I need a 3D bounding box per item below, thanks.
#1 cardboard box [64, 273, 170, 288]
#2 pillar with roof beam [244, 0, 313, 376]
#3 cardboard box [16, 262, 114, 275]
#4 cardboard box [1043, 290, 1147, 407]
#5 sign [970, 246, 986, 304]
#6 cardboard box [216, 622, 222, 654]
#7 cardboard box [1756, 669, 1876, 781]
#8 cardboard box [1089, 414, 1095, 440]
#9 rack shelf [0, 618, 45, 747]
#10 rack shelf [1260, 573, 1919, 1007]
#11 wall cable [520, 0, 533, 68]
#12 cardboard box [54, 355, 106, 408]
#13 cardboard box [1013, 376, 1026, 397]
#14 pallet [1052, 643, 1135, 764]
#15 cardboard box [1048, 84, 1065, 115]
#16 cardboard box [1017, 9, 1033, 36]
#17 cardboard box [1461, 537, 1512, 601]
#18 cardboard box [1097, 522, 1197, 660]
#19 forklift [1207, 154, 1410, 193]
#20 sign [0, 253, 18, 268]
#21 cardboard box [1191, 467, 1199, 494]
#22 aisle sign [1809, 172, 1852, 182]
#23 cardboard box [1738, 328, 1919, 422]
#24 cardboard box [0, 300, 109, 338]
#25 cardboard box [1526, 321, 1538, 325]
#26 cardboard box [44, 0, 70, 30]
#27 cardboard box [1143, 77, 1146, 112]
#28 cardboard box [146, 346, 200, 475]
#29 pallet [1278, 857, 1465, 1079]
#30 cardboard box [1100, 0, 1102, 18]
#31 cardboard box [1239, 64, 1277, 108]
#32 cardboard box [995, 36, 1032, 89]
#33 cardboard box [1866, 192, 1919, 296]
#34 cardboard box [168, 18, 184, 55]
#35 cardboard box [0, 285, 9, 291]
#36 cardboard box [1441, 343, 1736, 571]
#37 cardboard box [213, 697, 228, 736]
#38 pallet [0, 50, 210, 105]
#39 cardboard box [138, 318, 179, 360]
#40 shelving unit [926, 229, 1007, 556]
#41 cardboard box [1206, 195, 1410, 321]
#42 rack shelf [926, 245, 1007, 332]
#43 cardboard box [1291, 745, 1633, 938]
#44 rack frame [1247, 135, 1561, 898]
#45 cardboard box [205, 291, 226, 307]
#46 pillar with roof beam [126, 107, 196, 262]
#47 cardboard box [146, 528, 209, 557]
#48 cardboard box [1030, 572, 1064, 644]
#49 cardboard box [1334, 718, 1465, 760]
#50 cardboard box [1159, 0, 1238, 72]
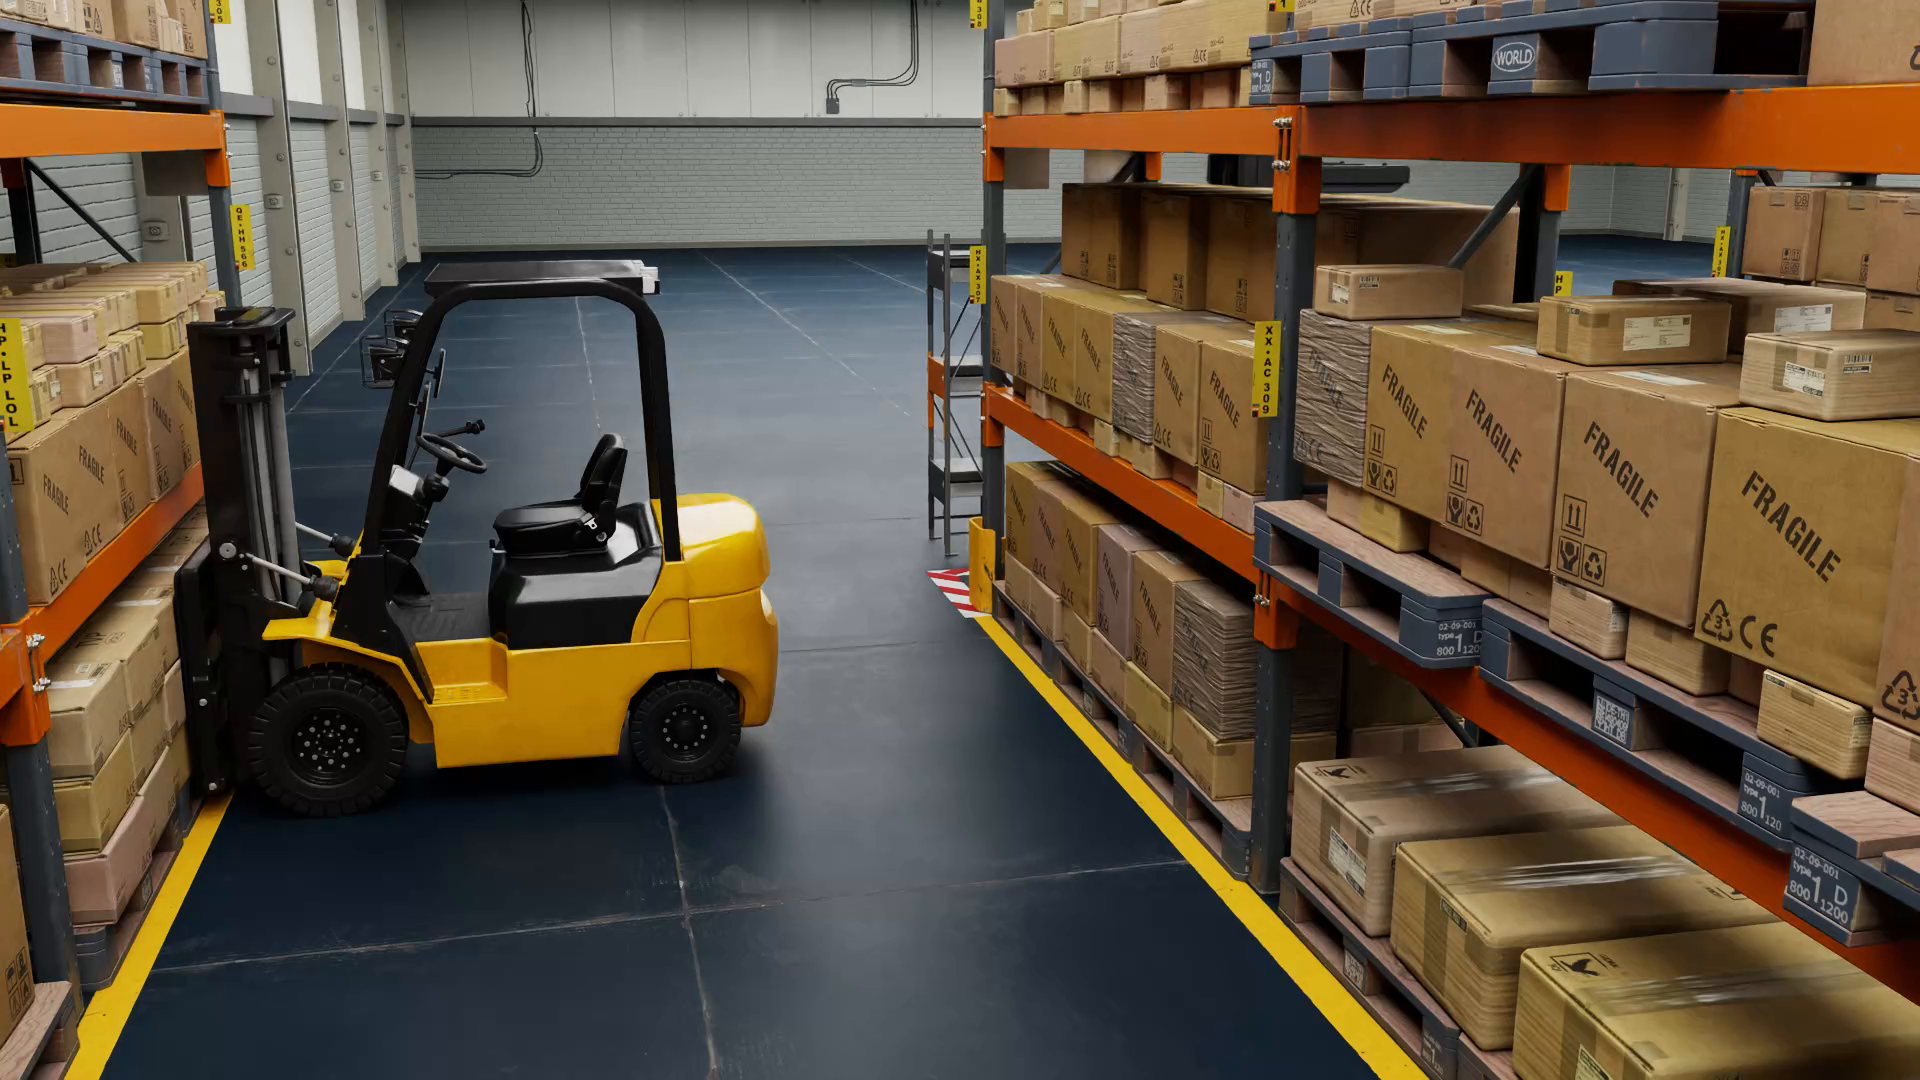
[{"bbox_3d":[-3.741,-1.099,7.402,0.380,0.149,0.250,-3,14,-13],"label":"cardboard box"},{"bbox_3d":[-3.538,-6.549,19.273,9.100,9.000,0.400,-3,14,-13],"label":"pillar with roof beam"},{"bbox_3d":[-4.321,-1.256,8.045,0.380,0.149,0.250,-4,14,-14],"label":"cardboard box"},{"bbox_3d":[0.719,-0.947,8.144,0.500,0.500,0.500,-4,14,-14],"label":"cardboard box"},{"bbox_3d":[0.105,-1.505,9.444,0.100,0.325,0.005,-3,14,-13],"label":"sign"},{"bbox_3d":[-3.525,0.380,7.405,0.500,0.250,0.500,-4,14,-14],"label":"cardboard box"},{"bbox_3d":[1.840,0.351,3.313,0.380,0.149,0.250,-3,14,-12],"label":"cardboard box"},{"bbox_3d":[0.829,-0.541,7.850,0.380,0.149,0.250,-4,14,-15],"label":"cardboard box"},{"bbox_3d":[-2.783,0.896,2.955,1.077,0.370,4.000,-3,14,-13],"label":"rack shelf"},{"bbox_3d":[2.041,0.619,4.091,1.077,0.370,4.000,-3,14,-13],"label":"rack shelf"},{"bbox_3d":[-8.727,-12.311,38.757,3.097,2.526,0.112,-3,14,-13],"label":"wall cable"},{"bbox_3d":[-3.208,-0.546,5.764,0.380,0.149,0.250,-3,14,-12],"label":"cardboard box"},{"bbox_3d":[0.511,-0.903,9.333,0.380,0.149,0.250,-3,14,-13],"label":"cardboard box"},{"bbox_3d":[1.089,0.727,8.005,1.003,0.211,1.213,-3,14,-13],"label":"pallet"},{"bbox_3d":[0.654,-2.181,8.244,0.380,0.149,0.250,-3,14,-14],"label":"cardboard box"},{"bbox_3d":[0.517,-2.744,8.868,0.380,0.149,0.250,-3,14,-14],"label":"cardboard box"},{"bbox_3d":[1.605,0.052,4.539,0.380,0.149,0.250,-3,14,-12],"label":"cardboard box"},{"bbox_3d":[0.930,0.219,7.540,0.500,0.500,0.500,-3,14,-10],"label":"cardboard box"},{"bbox_3d":[2.559,-1.666,12.069,3.031,2.935,1.130,-2,14,-8],"label":"forklift"},{"bbox_3d":[-4.733,-1.267,8.302,0.100,0.325,0.005,-3,14,-13],"label":"sign"},{"bbox_3d":[1.149,-0.249,6.656,0.380,0.149,0.250,-3,14,-13],"label":"cardboard box"},{"bbox_3d":[5.695,-2.710,10.722,0.394,0.787,0.004,-3,14,-13],"label":"aisle sign"},{"bbox_3d":[1.853,-0.343,3.423,0.380,0.149,0.250,-4,14,-16],"label":"cardboard box"},{"bbox_3d":[-3.419,-0.806,6.201,0.380,0.149,0.250,-3,14,-13],"label":"cardboard box"},{"bbox_3d":[2.021,-0.381,4.945,0.500,0.500,0.500,-3,14,-13],"label":"cardboard box"},{"bbox_3d":[-3.243,-1.800,5.589,0.380,0.149,0.250,-3,14,-11],"label":"cardboard box"},{"bbox_3d":[0.994,-1.886,7.035,0.380,0.149,0.250,-3,14,-12],"label":"cardboard box"},{"bbox_3d":[-3.588,-0.549,7.142,0.500,0.500,0.500,-4,14,-14],"label":"cardboard box"},{"bbox_3d":[1.756,1.342,5.490,1.003,0.211,1.213,-3,14,-13],"label":"pallet"},{"bbox_3d":[0.844,-2.391,7.424,0.380,0.149,0.250,-3,14,-12],"label":"cardboard box"},{"bbox_3d":[1.200,-1.583,5.796,0.380,0.149,0.250,-3,14,-13],"label":"cardboard box"},{"bbox_3d":[0.491,-2.513,8.762,0.500,0.250,0.500,-4,14,-14],"label":"cardboard box"},{"bbox_3d":[5.688,-1.665,9.332,0.875,0.550,0.550,-3,14,-13],"label":"cardboard box"},{"bbox_3d":[-3.702,-2.251,7.434,0.380,0.149,0.250,-4,14,-15],"label":"cardboard box"},{"bbox_3d":[-4.121,-0.951,6.793,0.380,0.149,0.250,-4,14,-15],"label":"cardboard box"},{"bbox_3d":[1.624,-0.235,4.346,0.500,0.500,0.500,-3,14,-14],"label":"cardboard box"},{"bbox_3d":[-3.414,0.735,7.008,0.500,0.250,0.500,-3,14,-11],"label":"cardboard box"},{"bbox_3d":[-4.051,-2.087,7.516,1.003,0.211,1.213,-3,14,-13],"label":"pallet"},{"bbox_3d":[-3.513,-0.842,6.977,0.380,0.149,0.250,-3,14,-13],"label":"cardboard box"},{"bbox_3d":[0.039,-0.982,11.022,0.431,2.100,0.503,-3,14,-13],"label":"shelving unit"},{"bbox_3d":[1.489,-1.221,7.160,0.700,0.500,0.500,-4,14,-14],"label":"cardboard box"},{"bbox_3d":[0.039,-1.649,10.859,0.431,0.518,0.480,-3,14,-13],"label":"rack shelf"},{"bbox_3d":[1.697,1.001,5.661,0.950,0.372,0.625,-3,14,-12],"label":"cardboard box"},{"bbox_3d":[1.572,-0.192,5.894,1.000,3.000,0.127,-3,14,-13],"label":"rack frame"},{"bbox_3d":[-3.838,-1.137,8.182,0.380,0.149,0.250,-3,14,-12],"label":"cardboard box"},{"bbox_3d":[-2.129,-5.165,13.607,9.100,9.000,0.400,-3,14,-13],"label":"pillar with roof beam"},{"bbox_3d":[-3.527,0.131,7.374,0.500,0.250,0.500,-3,14,-12],"label":"cardboard box"},{"bbox_3d":[0.665,0.336,8.639,0.500,0.250,0.500,-3,14,-11],"label":"cardboard box"},{"bbox_3d":[1.695,0.788,6.789,0.500,0.250,0.500,-4,14,-16],"label":"cardboard box"},{"bbox_3d":[1.087,-1.924,6.353,0.500,0.250,0.500,-4,14,-14],"label":"cardboard box"}]
